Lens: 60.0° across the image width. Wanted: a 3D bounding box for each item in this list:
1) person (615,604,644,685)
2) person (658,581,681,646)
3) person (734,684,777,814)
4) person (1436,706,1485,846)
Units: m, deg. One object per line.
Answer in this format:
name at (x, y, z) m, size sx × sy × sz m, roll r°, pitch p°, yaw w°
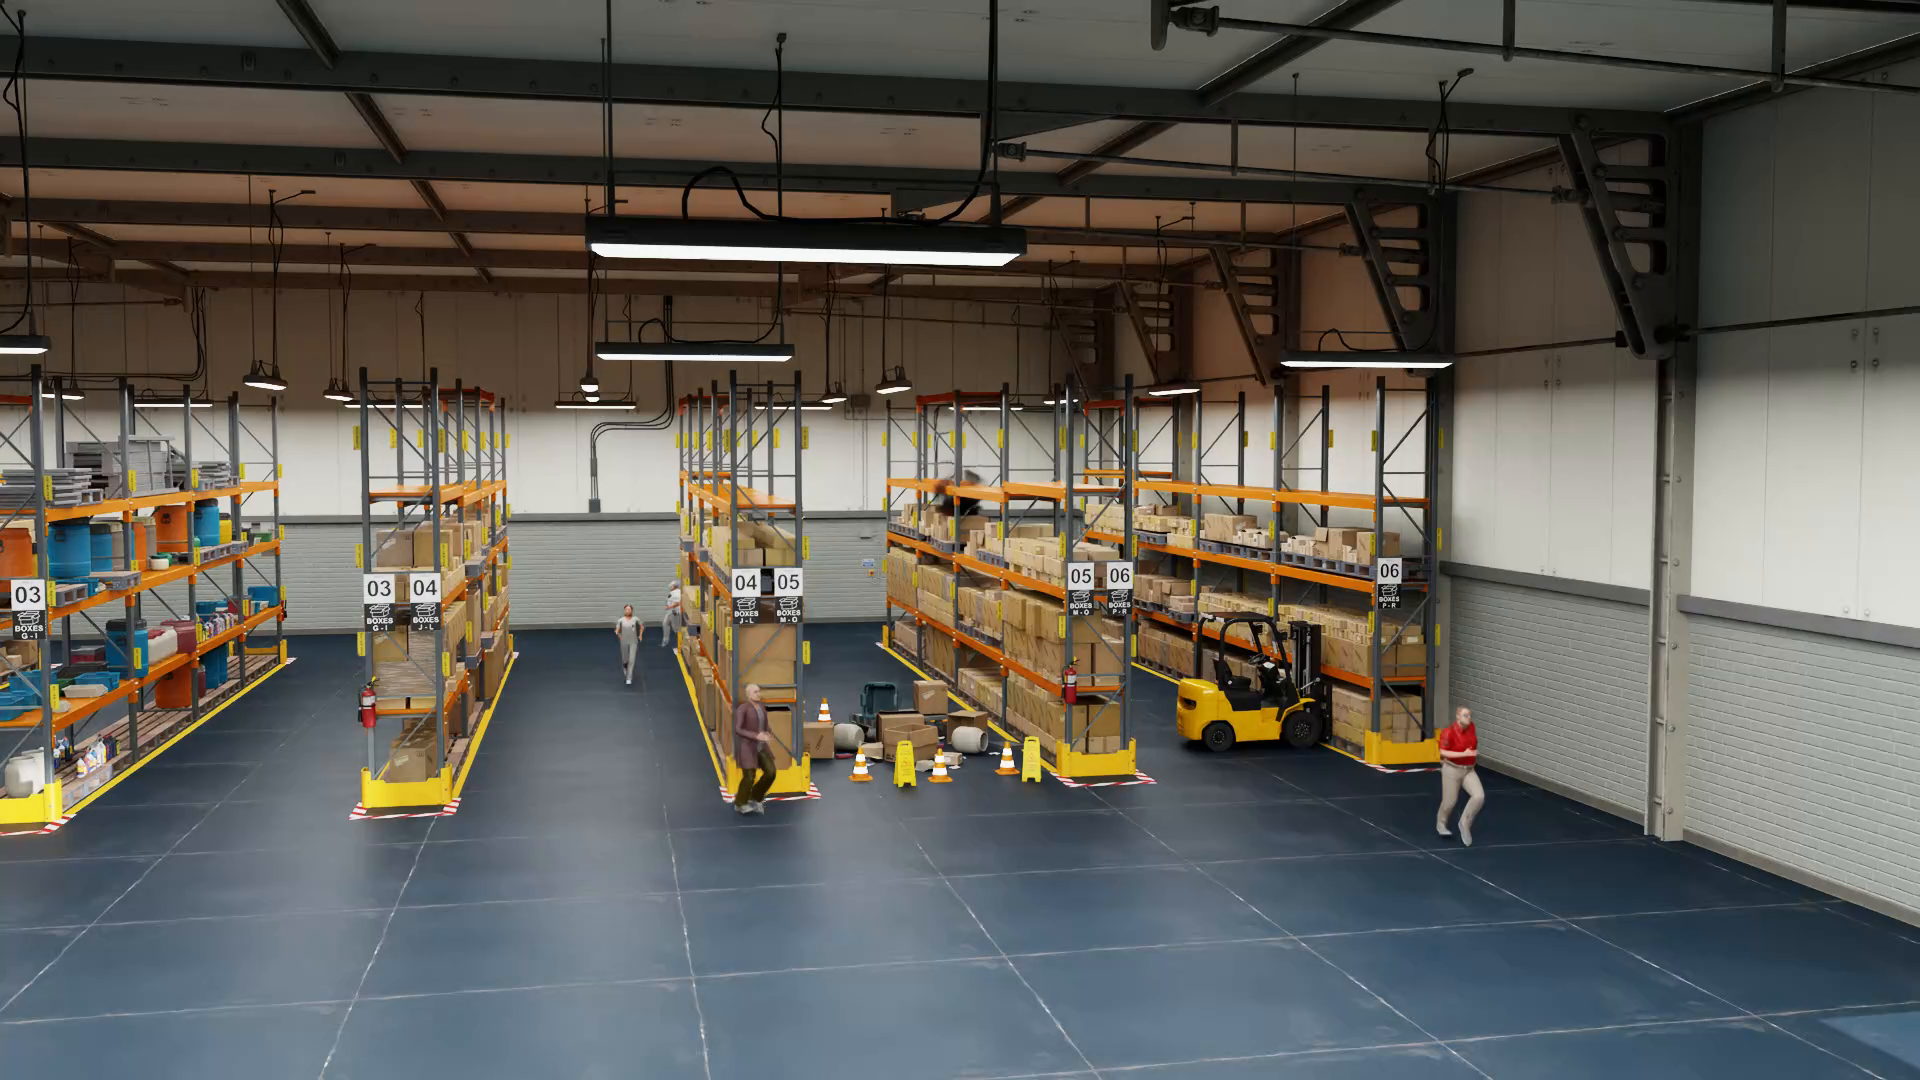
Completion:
person at (-6.820, 2.148, 34.341) m, size 0.582 × 1.639 × 0.901 m, roll -1°, pitch 3°, yaw -11°
person at (-6.916, 1.810, 40.467) m, size 0.814 × 1.649 × 0.651 m, roll -1°, pitch 4°, yaw -17°
person at (-2.718, 2.810, 22.193) m, size 0.735 × 1.796 × 0.741 m, roll 3°, pitch 4°, yaw 39°
person at (6.221, 2.920, 20.702) m, size 0.691 × 1.742 × 0.844 m, roll -1°, pitch 4°, yaw -20°
